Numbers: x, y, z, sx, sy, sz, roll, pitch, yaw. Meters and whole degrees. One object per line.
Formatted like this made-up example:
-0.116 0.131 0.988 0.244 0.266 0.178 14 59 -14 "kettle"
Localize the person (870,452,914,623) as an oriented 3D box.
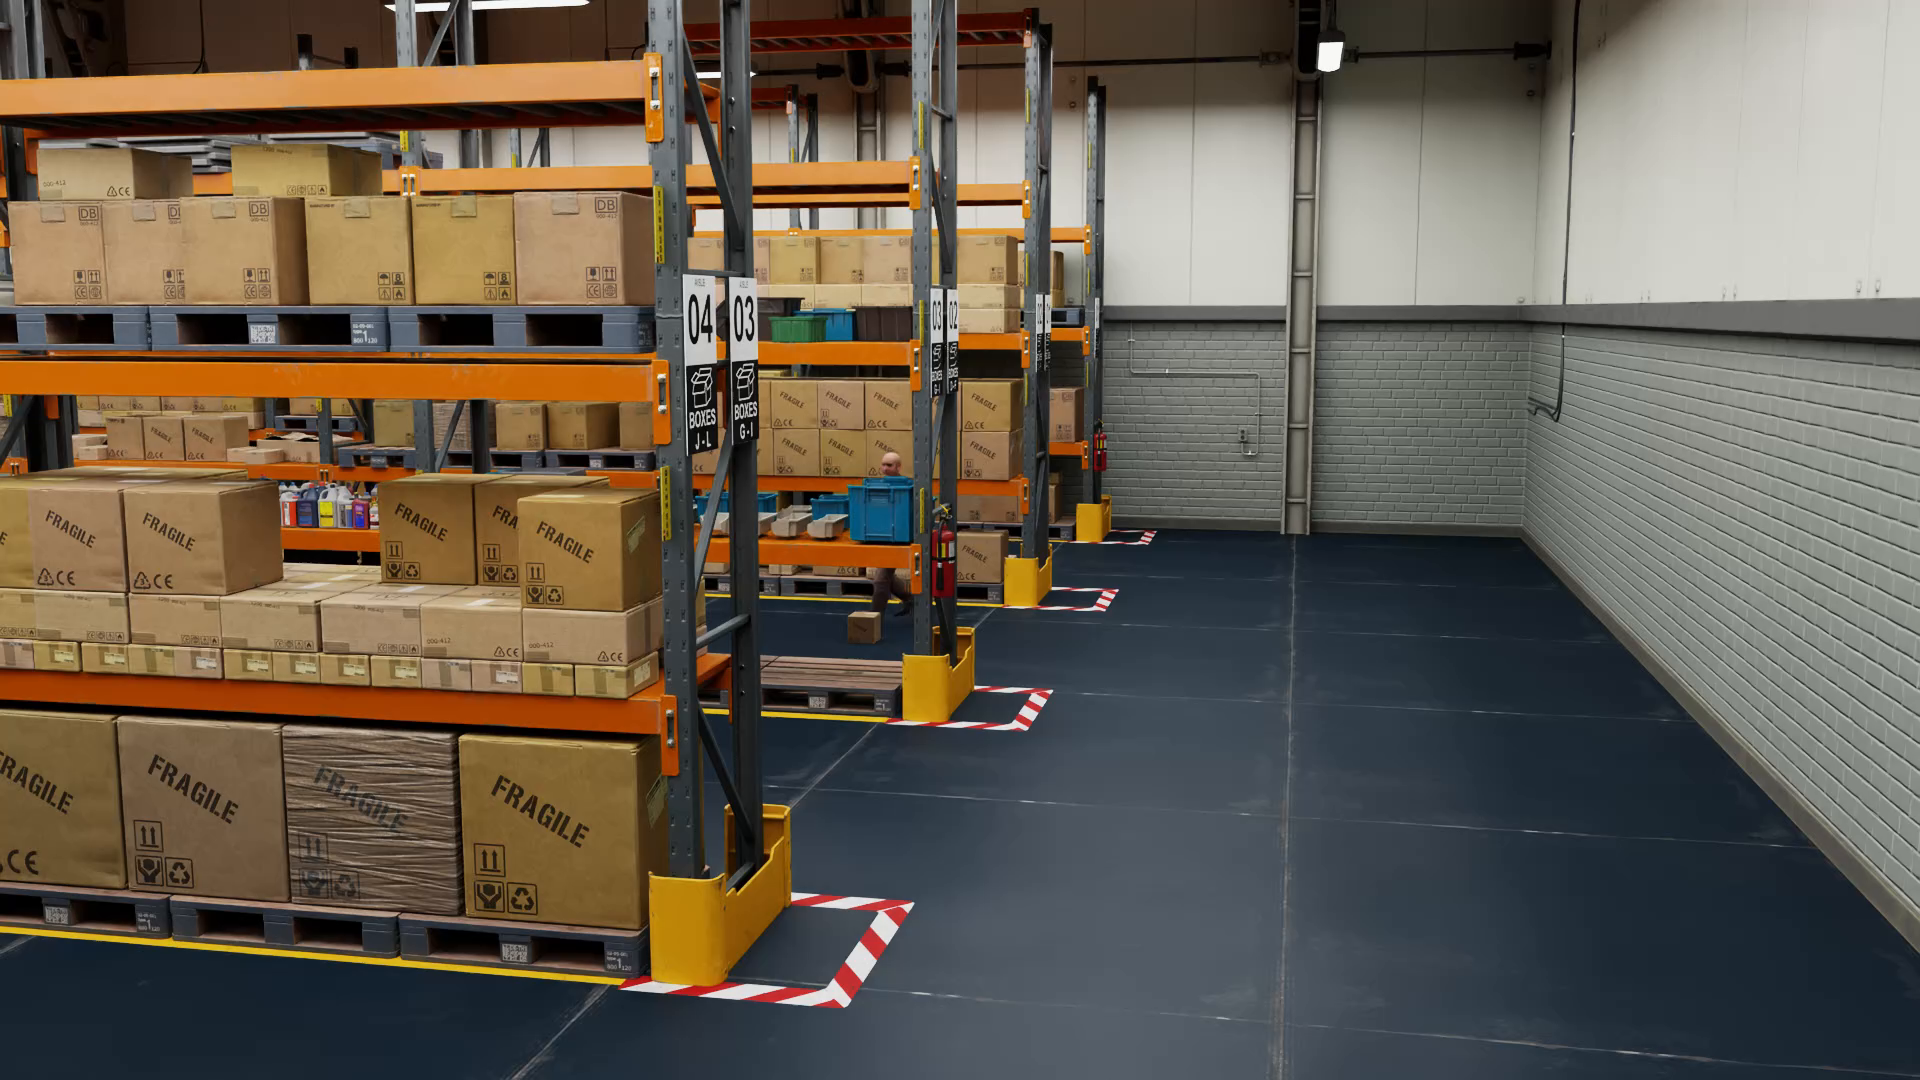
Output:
-0.663 0.011 15.828 0.857 1.708 0.605 -7 11 -43 "person"
